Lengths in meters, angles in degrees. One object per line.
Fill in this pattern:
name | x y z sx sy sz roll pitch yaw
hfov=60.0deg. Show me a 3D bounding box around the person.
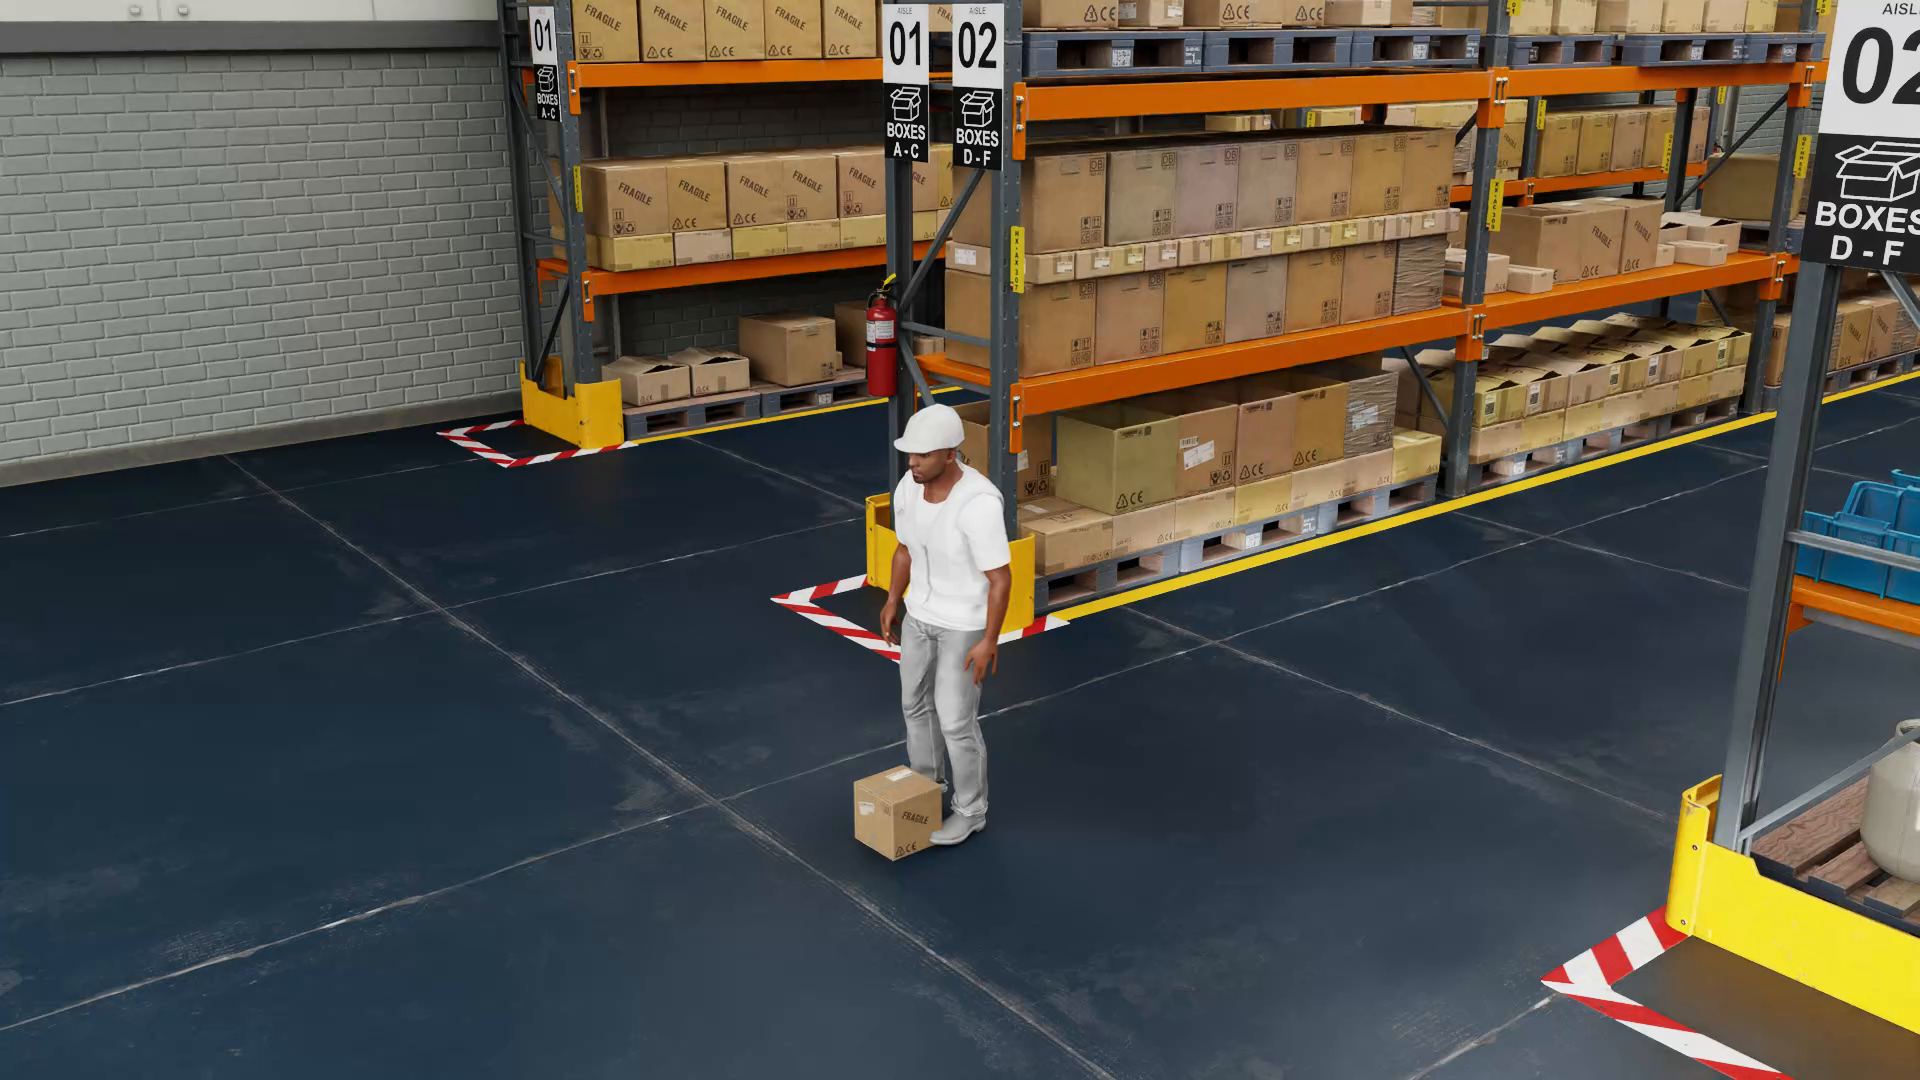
person | -0.068 0.320 6.510 0.454 1.761 0.636 -15 23 -39
